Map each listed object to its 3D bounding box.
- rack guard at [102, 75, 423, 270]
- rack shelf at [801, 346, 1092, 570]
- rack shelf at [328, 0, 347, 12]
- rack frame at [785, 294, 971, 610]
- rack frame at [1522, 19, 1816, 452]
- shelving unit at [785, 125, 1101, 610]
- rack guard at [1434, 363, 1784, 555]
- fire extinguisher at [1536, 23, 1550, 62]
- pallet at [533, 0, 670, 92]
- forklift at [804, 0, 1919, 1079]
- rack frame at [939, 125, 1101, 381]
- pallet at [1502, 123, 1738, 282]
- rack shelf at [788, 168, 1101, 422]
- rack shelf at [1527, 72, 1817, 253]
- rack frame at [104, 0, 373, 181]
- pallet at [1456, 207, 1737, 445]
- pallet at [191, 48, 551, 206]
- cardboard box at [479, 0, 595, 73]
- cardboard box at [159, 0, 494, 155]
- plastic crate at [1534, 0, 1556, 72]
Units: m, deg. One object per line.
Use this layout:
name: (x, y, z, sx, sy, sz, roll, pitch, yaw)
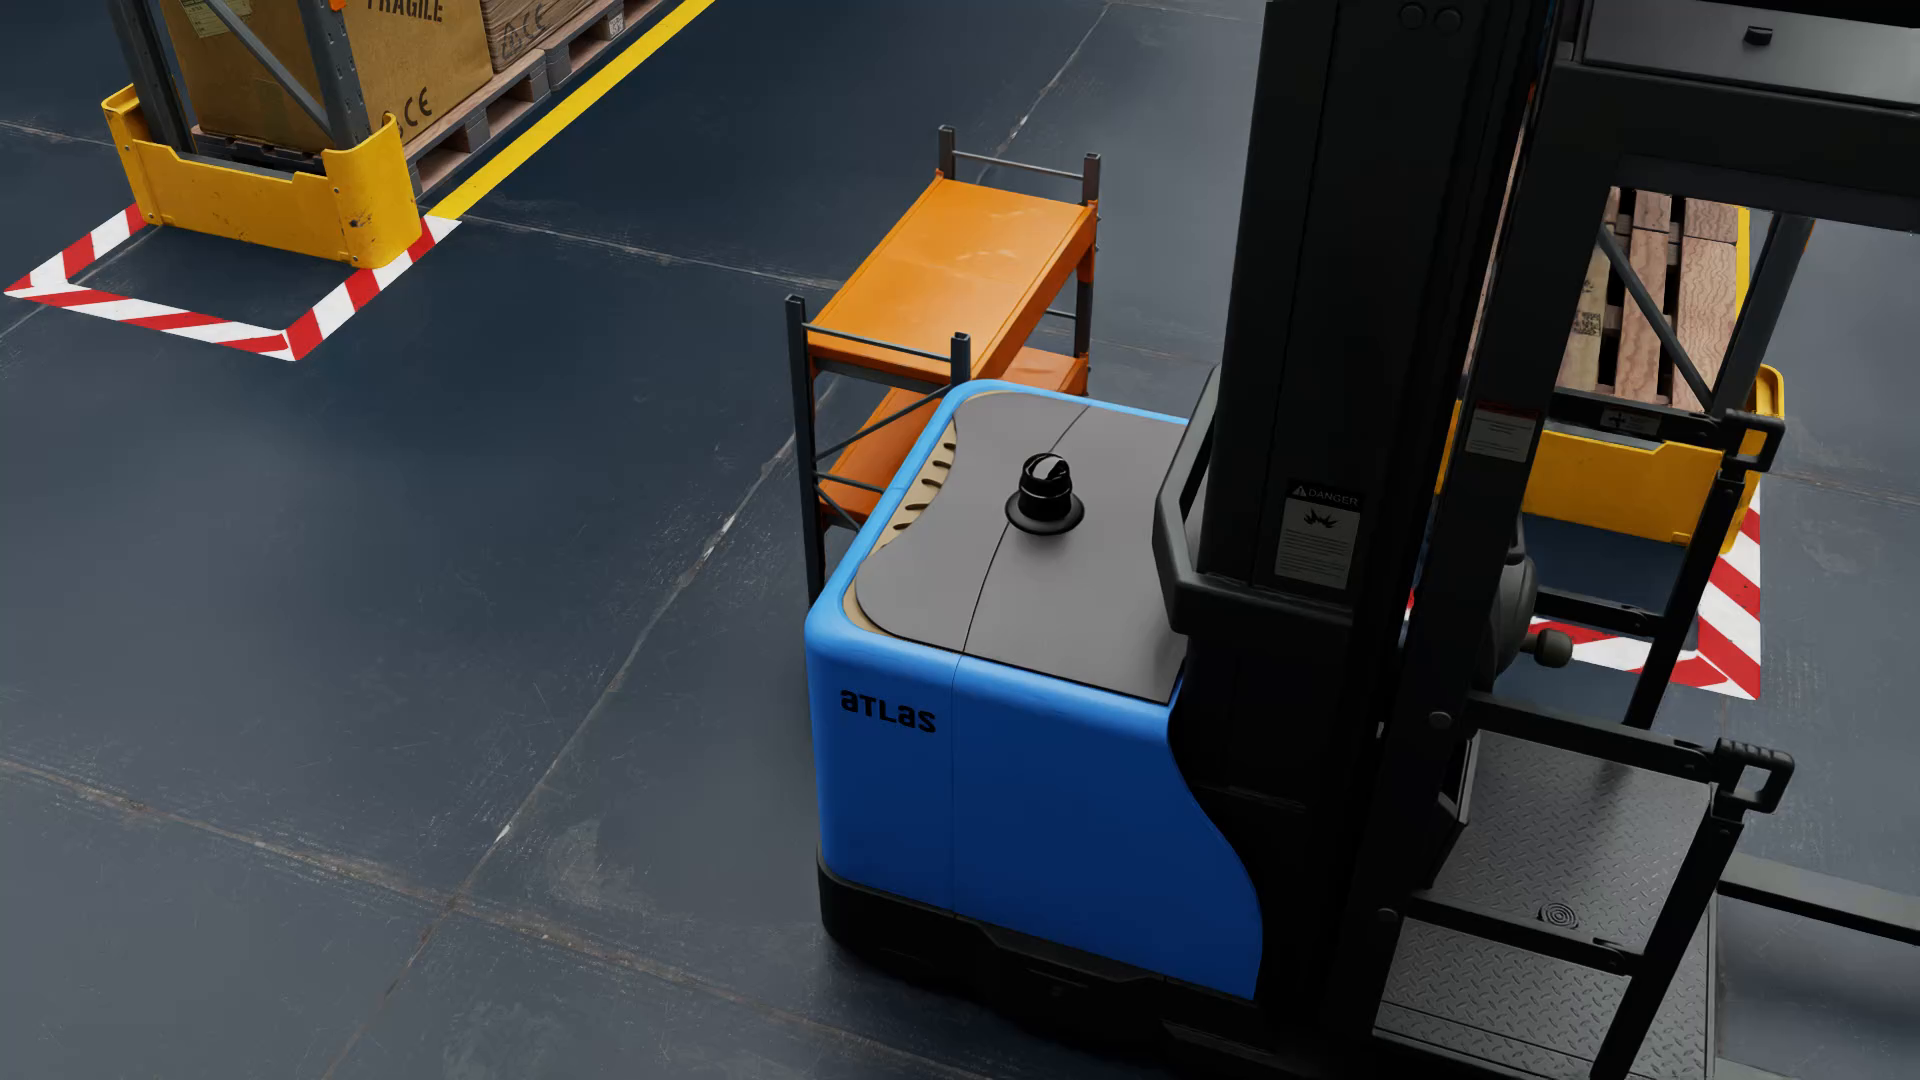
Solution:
rack guard: (-2.752, -1.467, 6.585, 1.175, 0.500, 0.348, 13, 42, 15)
rack shelf: (-0.018, -0.252, 5.055, 0.538, 0.278, 1.000, 15, 43, 17)
rack shelf: (-2.060, -3.379, 7.454, 1.077, 0.370, 4.000, 13, 42, 15)
rack frame: (-0.209, -0.132, 4.538, 0.500, 1.125, 0.032, 15, 43, 17)
rack frame: (1.911, -1.334, 4.502, 1.000, 3.000, 0.127, 13, 42, 15)
shelving unit: (-0.018, -0.438, 4.896, 0.538, 1.125, 1.048, 15, 43, 17)
rack guard: (1.915, -0.365, 5.293, 1.175, 0.500, 0.348, 13, 42, 15)
fire extinguisher: (1.432, -1.171, 4.658, 0.296, 0.674, 0.183, 13, 42, 15)
pallet: (-2.125, -2.619, 8.157, 1.003, 0.211, 1.213, 13, 42, 15)
forklift: (1.234, -0.092, 3.100, 3.031, 2.935, 1.130, 13, 42, 15)
rack frame: (0.173, -0.743, 5.255, 0.500, 1.125, 0.032, 15, 43, 17)
pallet: (2.648, -1.509, 6.856, 1.003, 0.211, 1.213, 13, 42, 15)
rack shelf: (-0.018, -0.660, 4.706, 0.538, 0.278, 1.000, 15, 43, 17)
rack shelf: (2.595, -2.280, 6.165, 1.077, 0.370, 4.000, 13, 42, 15)
rack frame: (-2.744, -2.433, 5.790, 1.000, 3.000, 0.127, 13, 42, 15)
pallet: (2.229, -0.767, 5.986, 1.003, 0.211, 1.213, 13, 42, 15)
pallet: (-2.544, -1.877, 7.287, 1.003, 0.211, 1.213, 13, 42, 15)
cardboard box: (-2.289, -2.747, 7.473, 0.875, 0.875, 0.875, 13, 42, 15)
cardboard box: (-2.600, -2.192, 6.822, 0.875, 0.875, 0.875, 13, 42, 15)
plastic crate: (1.850, -1.615, 4.759, 0.616, 0.435, 0.499, 13, 42, 15)
